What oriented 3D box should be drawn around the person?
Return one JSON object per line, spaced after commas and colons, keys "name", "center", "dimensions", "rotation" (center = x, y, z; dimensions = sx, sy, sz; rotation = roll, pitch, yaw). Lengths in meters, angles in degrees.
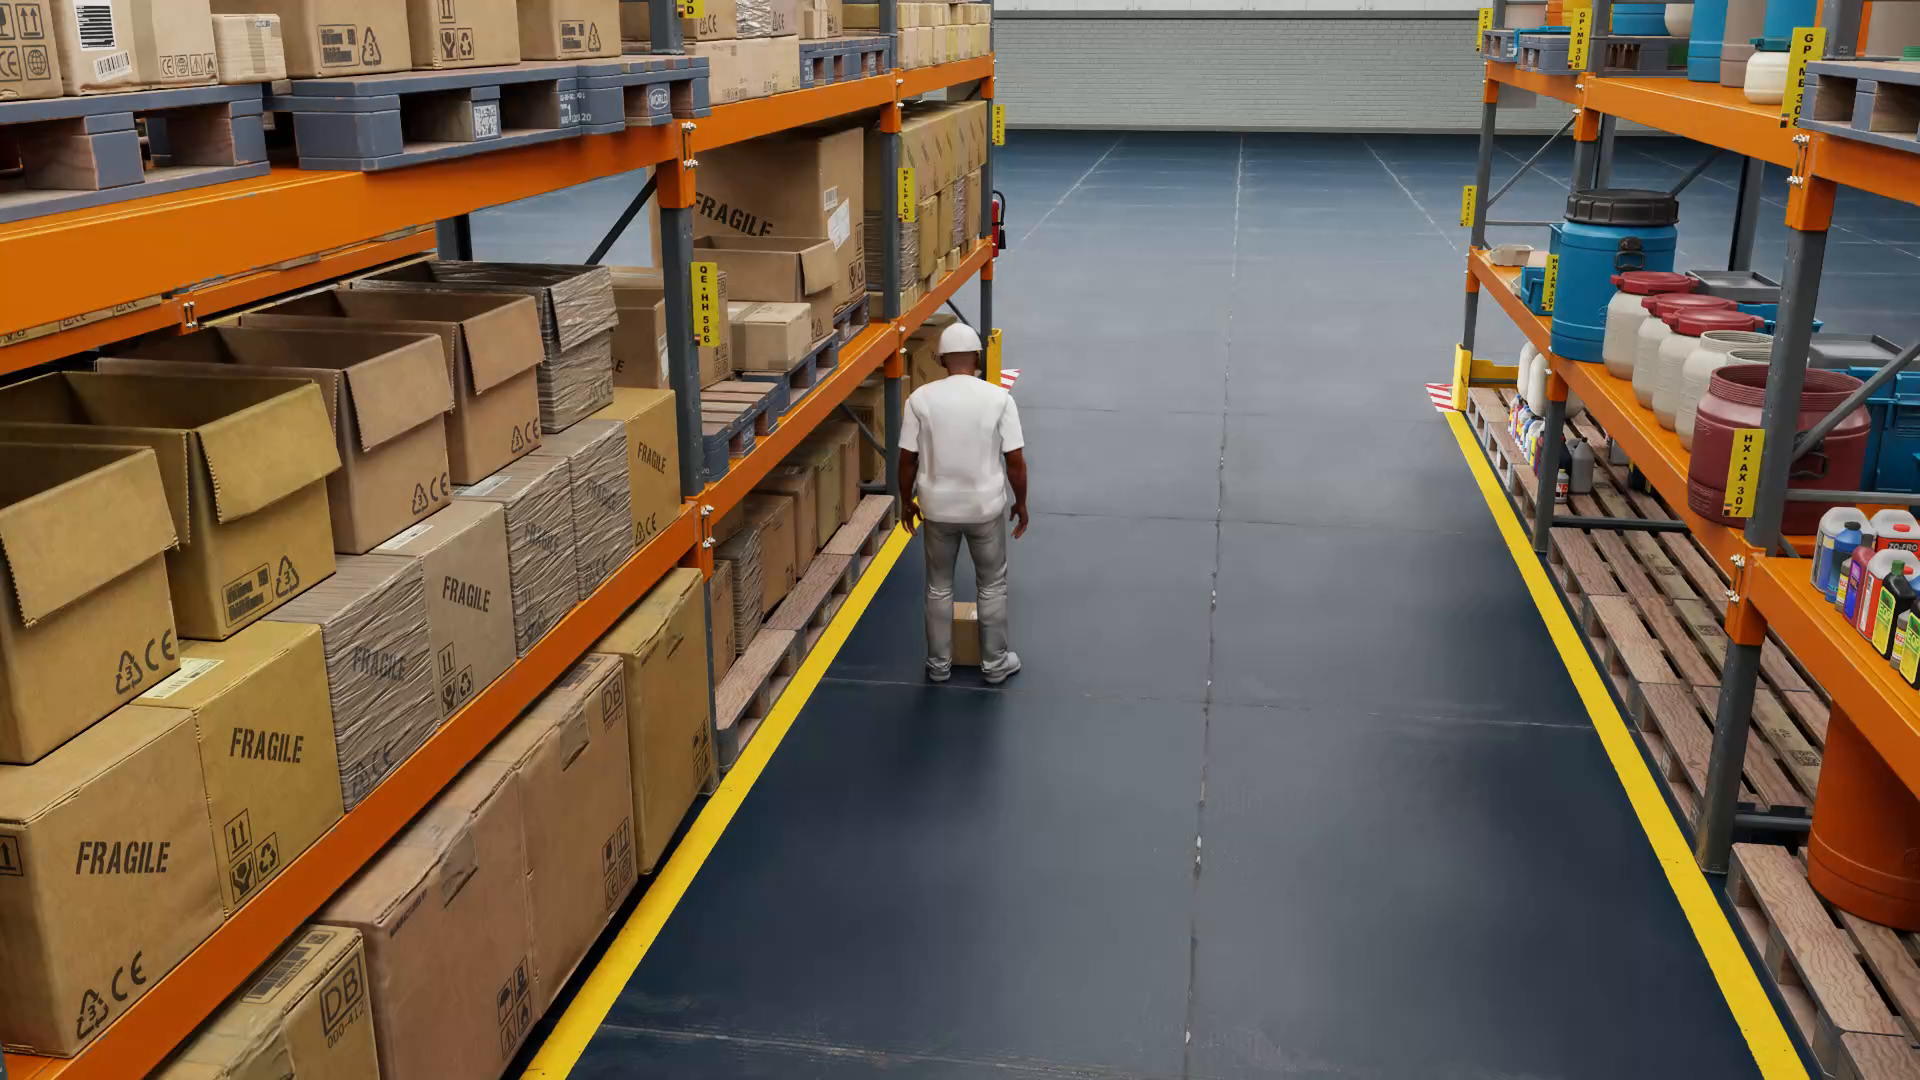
{"name": "person", "center": [0.017, -0.168, 8.048], "dimensions": [0.629, 1.761, 0.458], "rotation": [2, 18, 6]}
